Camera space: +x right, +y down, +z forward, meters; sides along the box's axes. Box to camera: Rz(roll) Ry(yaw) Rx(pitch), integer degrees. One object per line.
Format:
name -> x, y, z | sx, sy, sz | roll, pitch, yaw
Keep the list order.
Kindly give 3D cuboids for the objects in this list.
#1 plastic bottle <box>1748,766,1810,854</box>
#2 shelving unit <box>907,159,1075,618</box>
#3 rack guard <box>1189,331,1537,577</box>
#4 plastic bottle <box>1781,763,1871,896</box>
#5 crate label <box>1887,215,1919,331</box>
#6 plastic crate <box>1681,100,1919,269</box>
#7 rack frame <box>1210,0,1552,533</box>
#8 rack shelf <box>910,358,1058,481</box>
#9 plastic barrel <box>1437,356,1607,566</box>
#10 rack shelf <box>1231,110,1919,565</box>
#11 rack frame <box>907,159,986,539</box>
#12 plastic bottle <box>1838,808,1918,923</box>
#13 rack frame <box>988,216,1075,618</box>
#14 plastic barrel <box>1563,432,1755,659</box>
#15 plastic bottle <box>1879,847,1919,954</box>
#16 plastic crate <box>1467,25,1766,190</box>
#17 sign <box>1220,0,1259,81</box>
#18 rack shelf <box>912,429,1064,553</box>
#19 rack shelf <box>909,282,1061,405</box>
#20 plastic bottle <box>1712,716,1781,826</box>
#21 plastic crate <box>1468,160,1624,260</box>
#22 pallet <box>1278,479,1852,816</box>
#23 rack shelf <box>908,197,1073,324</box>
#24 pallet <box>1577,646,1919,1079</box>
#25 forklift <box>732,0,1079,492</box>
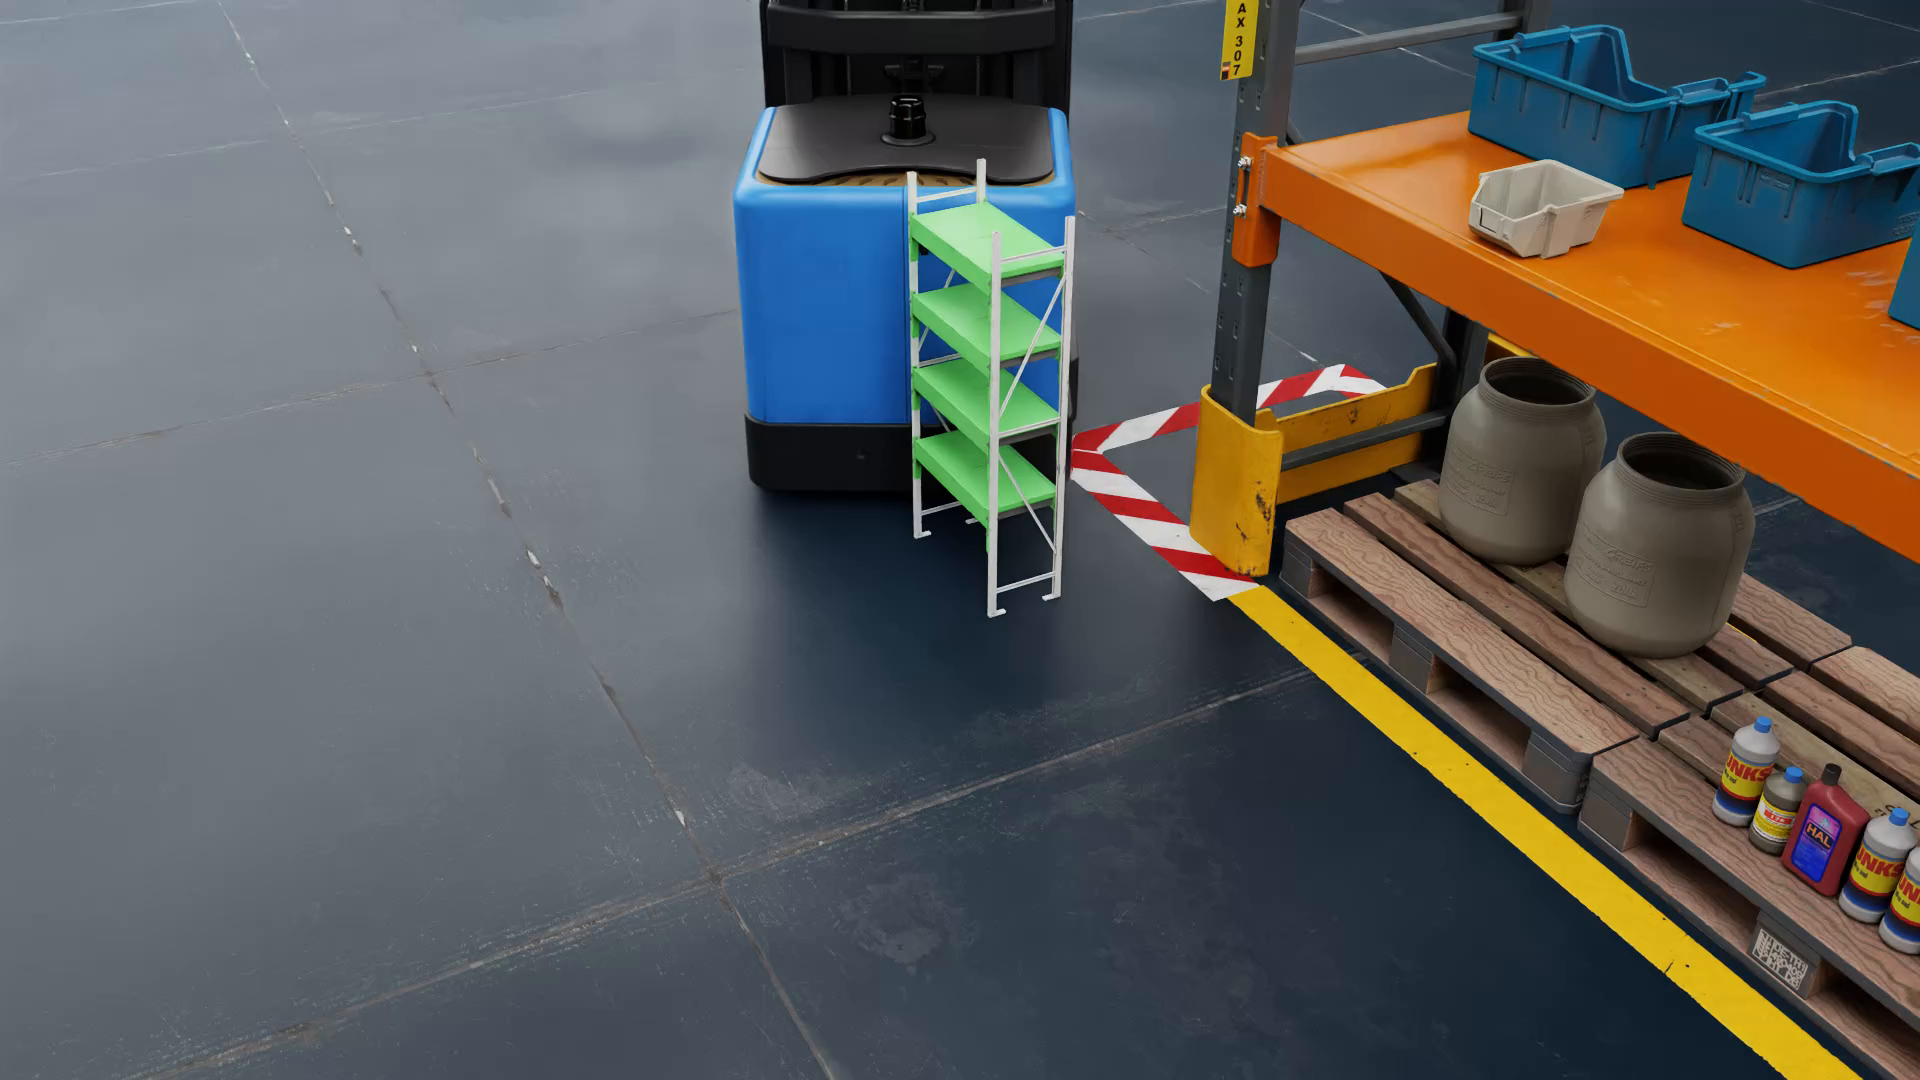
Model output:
plastic bottle -> 1.843, 0.596, 3.726 | 0.097, 0.201, 0.097 | 0, 33, 0
shelving unit -> 0.077, -0.426, 4.803 | 0.258, 1.200, 0.503 | -16, 36, -23
rack guard -> 1.302, -0.313, 5.276 | 1.175, 0.500, 0.348 | -16, 36, -23
plastic bottle -> 1.884, 0.625, 3.605 | 0.061, 0.283, 0.133 | -15, 36, -22
crate label -> 2.323, -0.595, 3.365 | 0.502, 0.435, 0.616 | -16, 36, -23
plastic crate -> 2.021, -0.853, 3.938 | 0.499, 0.251, 0.408 | -16, 36, -23
rack frame -> 1.225, -1.390, 4.639 | 1.000, 3.000, 0.127 | -16, 36, -23
rack shelf -> 0.077, -0.372, 4.837 | 0.258, 0.148, 0.480 | -16, 36, -23
plastic barrel -> 1.600, -0.225, 4.737 | 0.421, 0.512, 0.421 | 0, 33, 0
rack shelf -> 2.158, -0.133, 3.344 | 1.077, 0.370, 4.000 | -16, 36, -23
rack frame -> -0.037, -0.543, 4.985 | 0.240, 1.200, 0.015 | -16, 36, -23
plastic bottle -> 1.955, 0.681, 3.528 | 0.097, 0.271, 0.097 | 0, 33, 0
rack frame -> 0.191, -0.310, 4.621 | 0.240, 1.200, 0.015 | -16, 36, -23
plastic barrel -> 1.834, 0.015, 4.364 | 0.421, 0.512, 0.421 | 0, 33, 0
plastic bottle -> 2.001, 0.728, 3.454 | 0.097, 0.271, 0.097 | 0, 33, 0
plastic crate -> 1.723, -1.164, 4.424 | 0.499, 0.251, 0.616 | -16, 36, -23
sign -> 0.737, -1.370, 4.352 | 0.100, 0.325, 0.005 | -16, 36, -23
rack shelf -> 0.077, -0.170, 4.967 | 0.258, 0.148, 0.480 | -16, 36, -23
rack shelf -> 0.077, -0.574, 4.708 | 0.258, 0.148, 0.480 | -16, 36, -23
plastic bottle -> 1.795, 0.517, 3.784 | 0.097, 0.271, 0.097 | 0, 33, 0
plastic crate -> 1.358, -0.771, 3.918 | 0.298, 0.136, 0.250 | -16, 36, -23
pallet -> 1.676, 0.197, 4.746 | 1.003, 0.211, 1.213 | -16, 36, -23
rack shelf -> 0.077, -0.777, 4.579 | 0.258, 0.148, 0.480 | -16, 36, -23
pallet -> 2.241, 0.779, 3.839 | 1.003, 0.211, 1.213 | -16, 36, -23
forklift -> -0.148, -2.147, 5.884 | 1.130, 2.935, 3.031 | 0, 33, 1
